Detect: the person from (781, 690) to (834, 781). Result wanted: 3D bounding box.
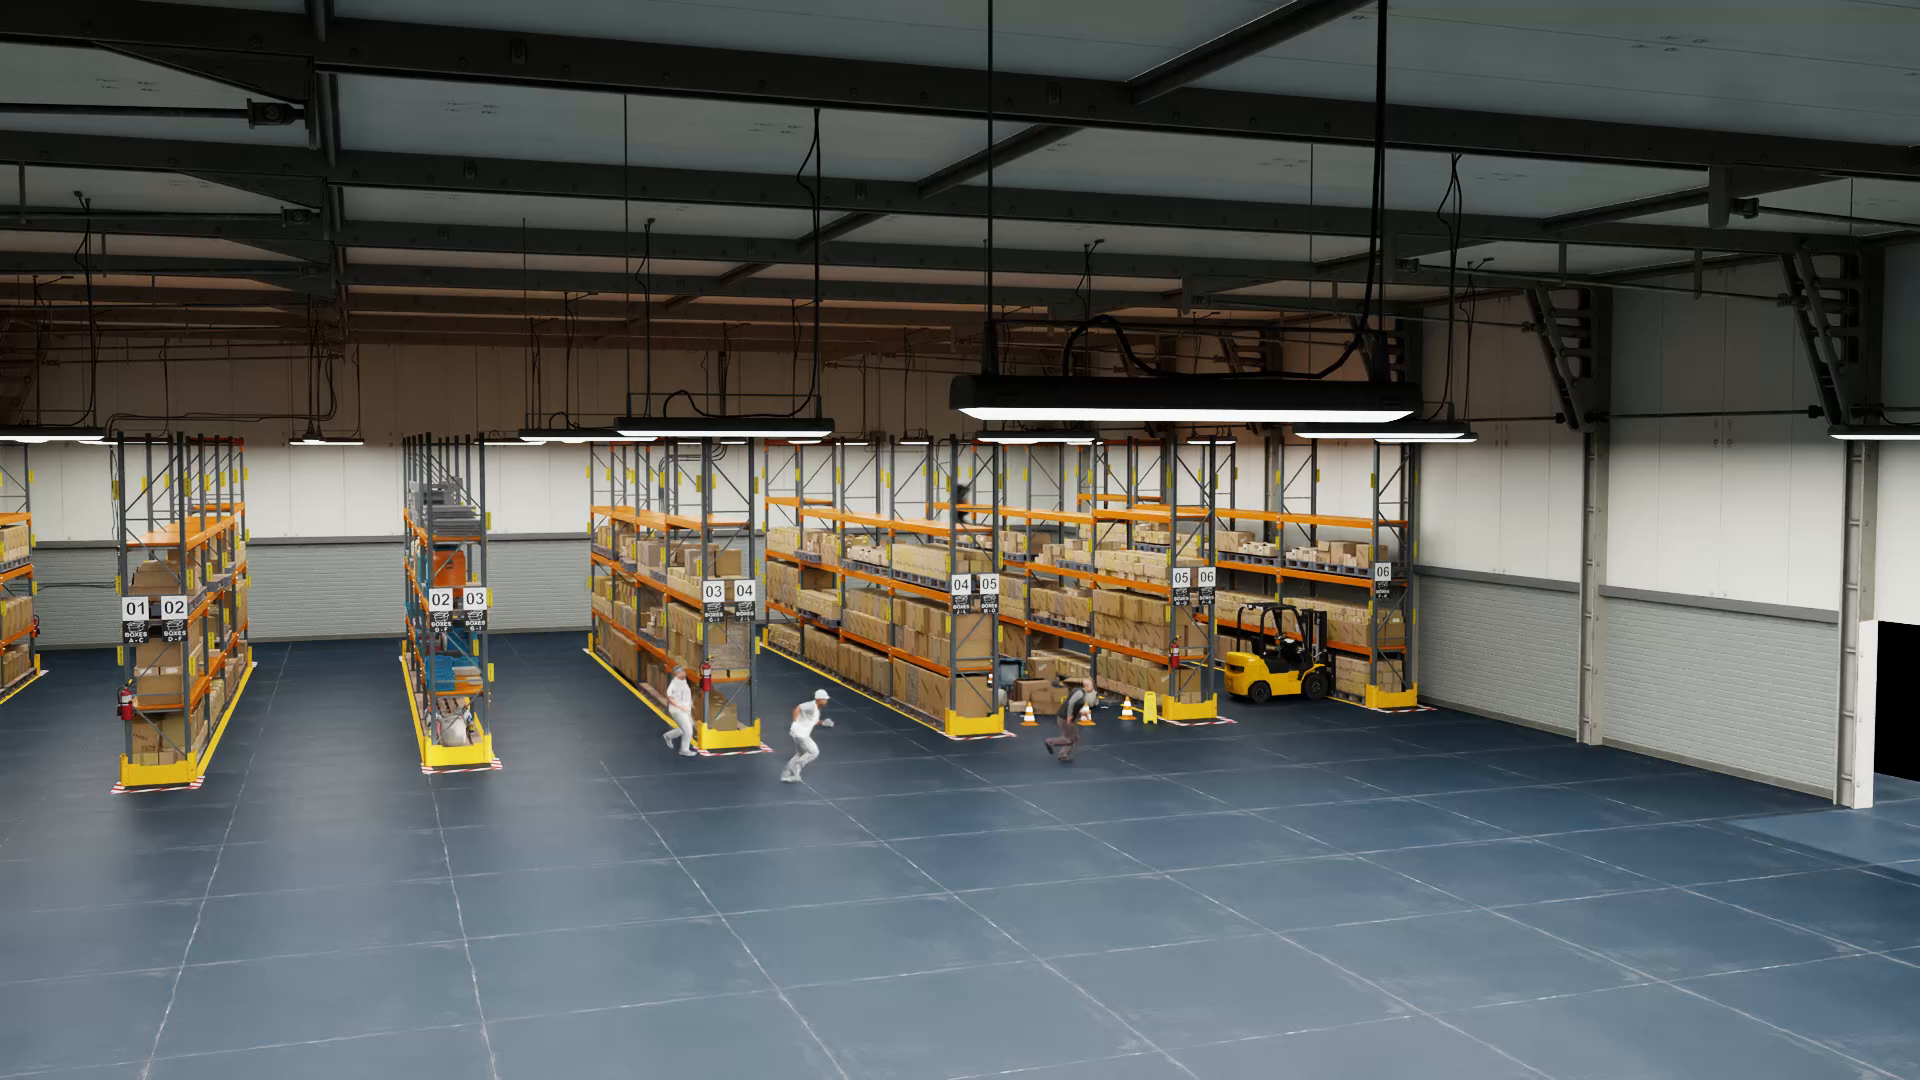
[{"bbox_3d":[-2.618,3.340,28.295,0.914,1.596,0.722,1,3,9],"label":"person"}]

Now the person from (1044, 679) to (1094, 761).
[{"bbox_3d":[1.981,3.291,30.277,0.909,1.525,0.672,0,3,3],"label":"person"}]

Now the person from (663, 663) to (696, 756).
[{"bbox_3d":[-5.259,3.144,30.852,0.681,1.736,0.650,1,3,12],"label":"person"}]
